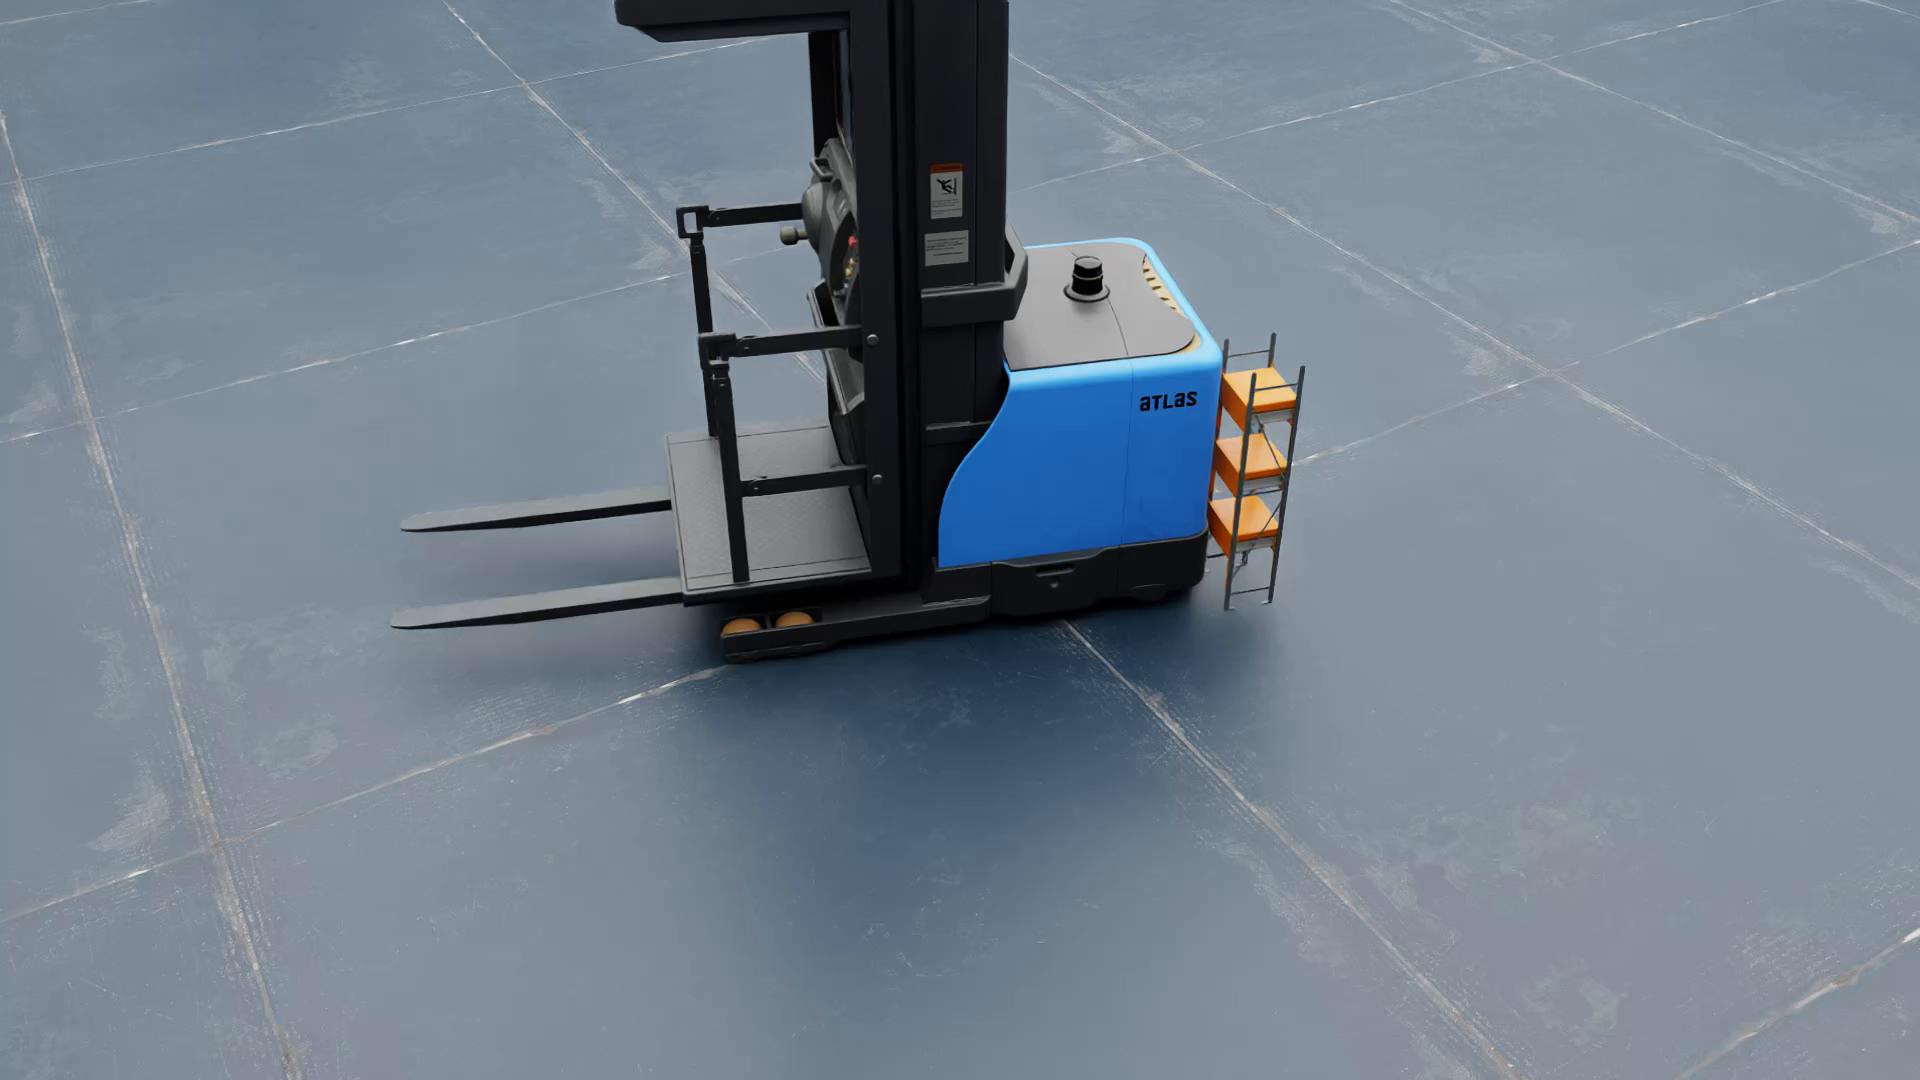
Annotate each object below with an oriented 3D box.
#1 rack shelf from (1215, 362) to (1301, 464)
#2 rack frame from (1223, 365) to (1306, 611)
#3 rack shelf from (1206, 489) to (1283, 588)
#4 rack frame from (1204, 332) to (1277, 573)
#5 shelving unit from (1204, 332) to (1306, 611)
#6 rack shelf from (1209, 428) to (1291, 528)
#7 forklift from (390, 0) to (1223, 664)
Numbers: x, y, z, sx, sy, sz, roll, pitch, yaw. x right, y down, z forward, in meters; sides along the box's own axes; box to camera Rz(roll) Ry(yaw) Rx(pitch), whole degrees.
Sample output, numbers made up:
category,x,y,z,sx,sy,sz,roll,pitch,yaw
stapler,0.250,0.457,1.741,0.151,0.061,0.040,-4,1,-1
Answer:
category,x,y,z,sx,sy,sz,roll,pitch,yaw
rack shelf,1.076,-0.460,6.027,0.215,0.259,0.240,-9,37,-12
rack frame,1.109,-0.170,6.093,0.200,1.050,0.008,-9,37,-12
rack shelf,1.076,-0.007,6.358,0.215,0.259,0.240,-9,37,-12
rack frame,1.044,-0.309,6.283,0.200,1.050,0.008,-9,37,-12
shelving unit,1.076,-0.240,6.188,0.215,1.050,0.252,-9,37,-12
rack shelf,1.076,-0.231,6.194,0.215,0.259,0.240,-9,37,-12
forklift,-0.626,-1.070,5.730,3.031,2.935,1.130,-7,37,-10
